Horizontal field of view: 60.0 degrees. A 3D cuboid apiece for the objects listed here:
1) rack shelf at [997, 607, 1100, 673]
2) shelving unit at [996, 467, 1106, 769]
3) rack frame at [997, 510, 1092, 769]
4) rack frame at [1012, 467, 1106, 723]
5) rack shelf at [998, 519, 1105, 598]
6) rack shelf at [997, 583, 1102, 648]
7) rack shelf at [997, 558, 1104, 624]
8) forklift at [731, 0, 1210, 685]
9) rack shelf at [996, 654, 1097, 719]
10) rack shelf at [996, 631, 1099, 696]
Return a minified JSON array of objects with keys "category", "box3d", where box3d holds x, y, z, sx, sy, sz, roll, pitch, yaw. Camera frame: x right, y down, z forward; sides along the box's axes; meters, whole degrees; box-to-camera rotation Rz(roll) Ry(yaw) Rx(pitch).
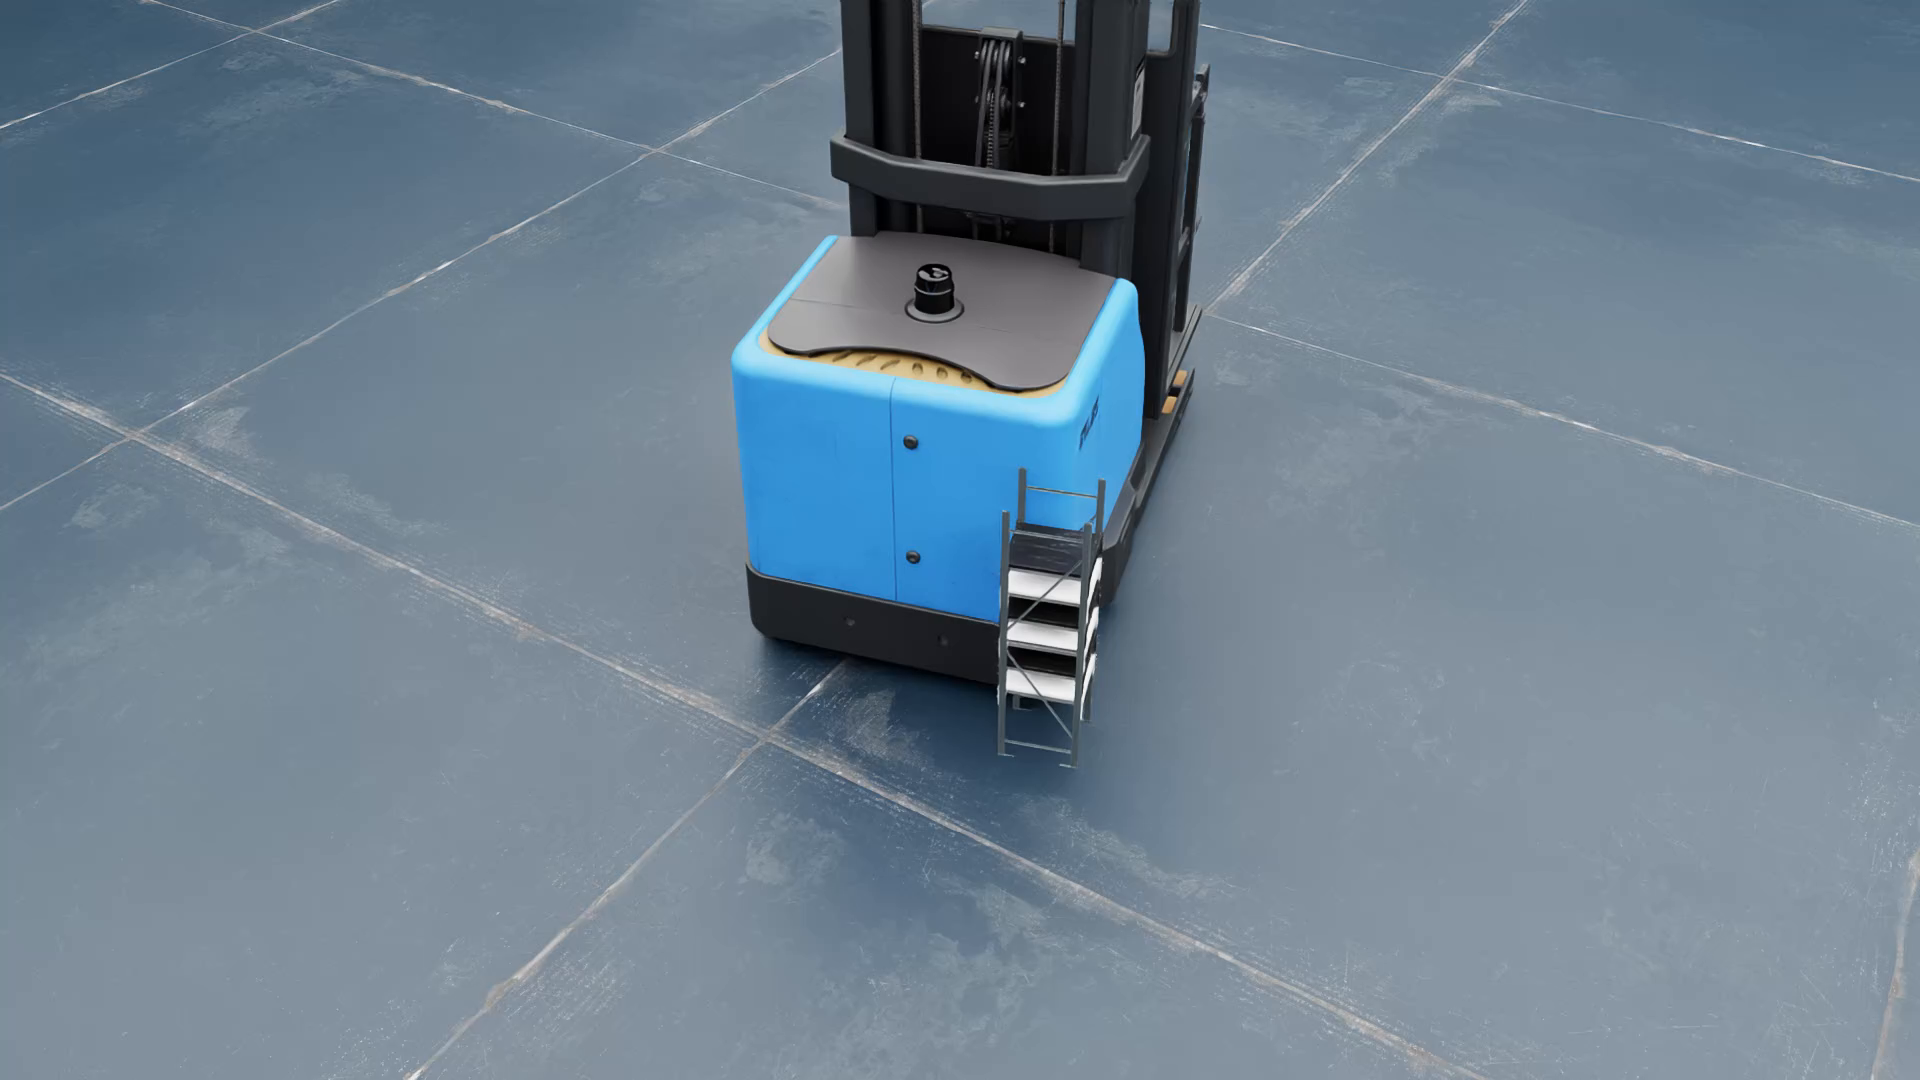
[{"category":"rack shelf","box3d":[0.252,0.263,4.726,0.258,0.077,0.200,9,38,11]},{"category":"shelving unit","box3d":[0.252,0.237,4.706,0.258,0.900,0.210,9,38,11]},{"category":"rack frame","box3d":[0.228,0.297,4.628,0.240,0.900,0.006,9,38,11]},{"category":"rack frame","box3d":[0.277,0.177,4.784,0.240,0.900,0.006,9,38,11]},{"category":"rack shelf","box3d":[0.252,0.049,4.561,0.258,0.077,0.200,9,38,11]},{"category":"rack shelf","box3d":[0.252,0.192,4.671,0.258,0.077,0.200,9,38,11]},{"category":"rack shelf","box3d":[0.252,0.121,4.616,0.258,0.077,0.200,9,38,11]},{"category":"forklift","box3d":[0.266,-1.602,5.428,1.130,2.935,3.031,11,39,14]},{"category":"rack shelf","box3d":[0.252,0.406,4.836,0.258,0.077,0.200,9,38,11]},{"category":"rack shelf","box3d":[0.252,0.335,4.781,0.258,0.077,0.200,9,38,11]}]
